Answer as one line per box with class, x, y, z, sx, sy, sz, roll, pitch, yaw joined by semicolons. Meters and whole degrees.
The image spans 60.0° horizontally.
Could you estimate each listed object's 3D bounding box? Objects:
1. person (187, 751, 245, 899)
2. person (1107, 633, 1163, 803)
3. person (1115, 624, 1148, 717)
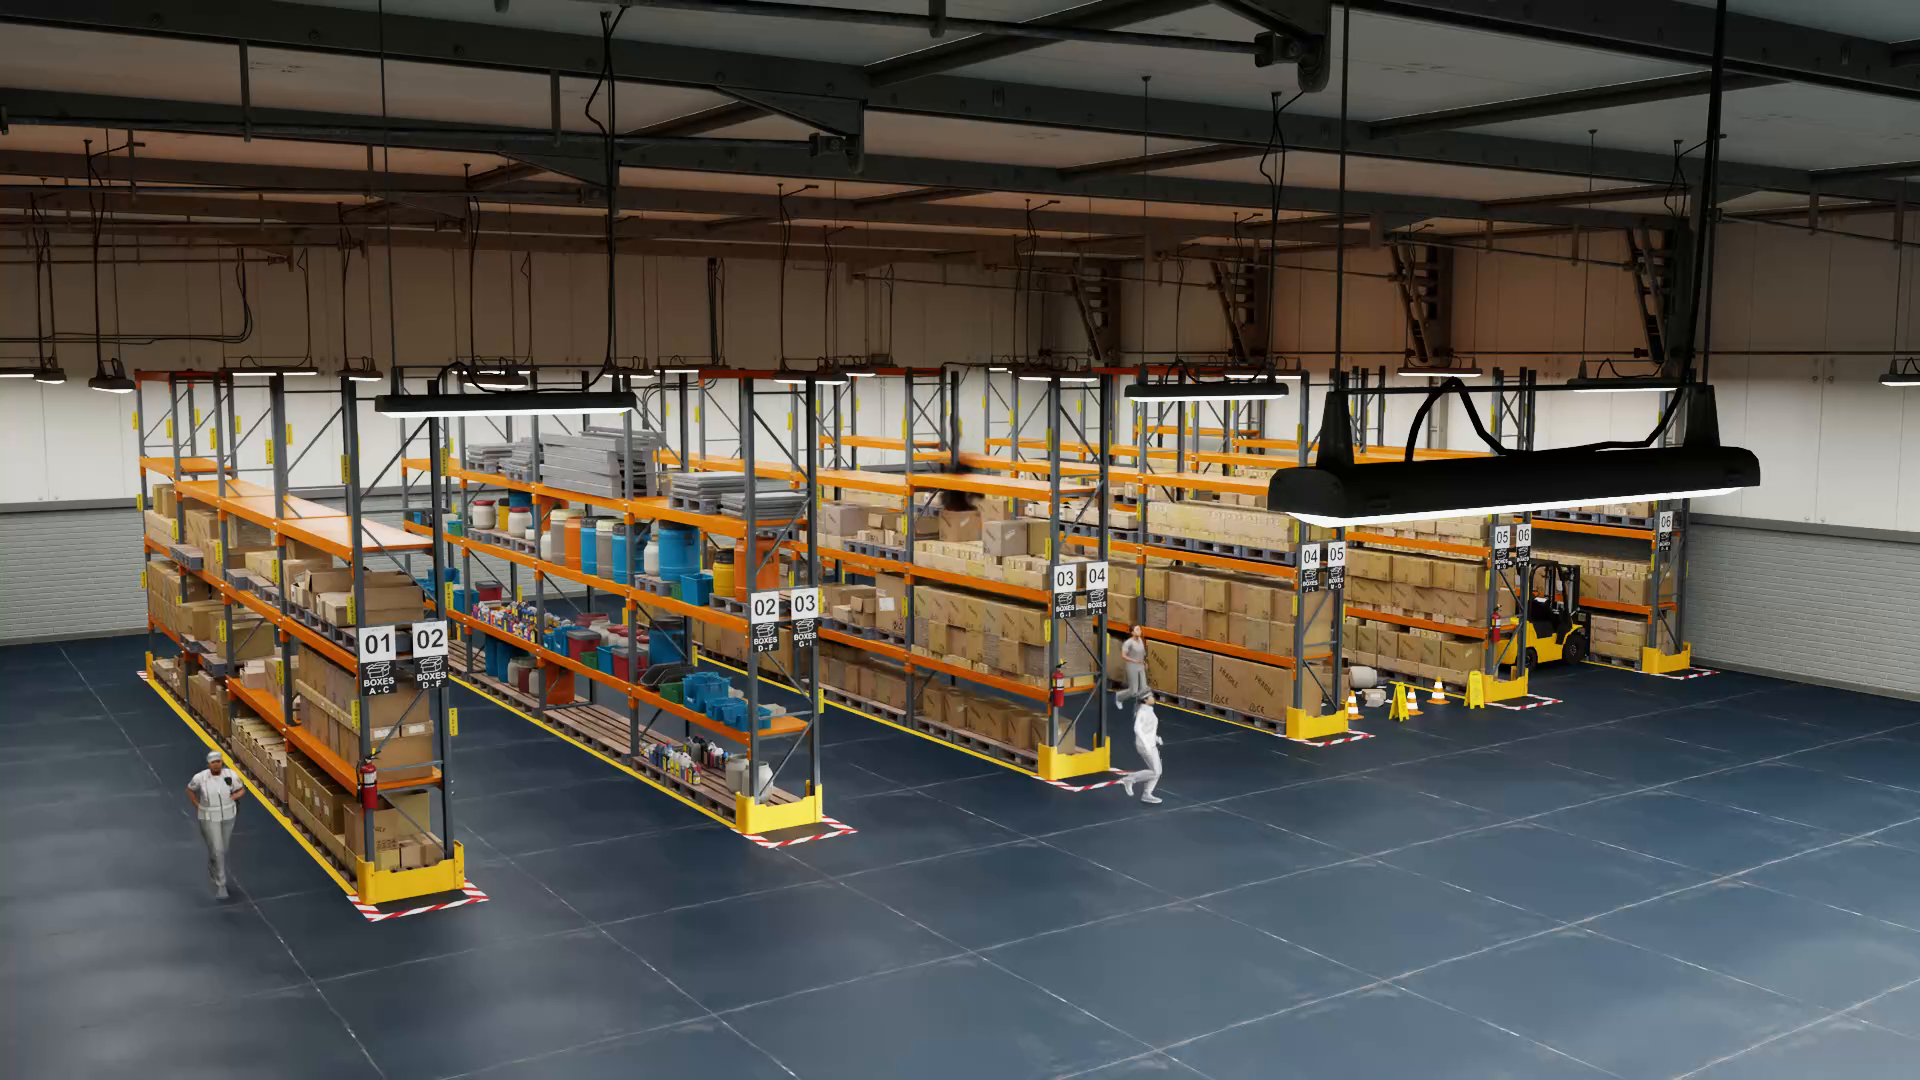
person;-8.732;3.308;19.603;0.581;1.721;0.814;-6;9;-42
person;2.502;2.566;24.175;0.855;2.086;2.162;1;6;6
person;3.010;2.252;28.926;0.568;1.634;0.701;-5;8;-39
